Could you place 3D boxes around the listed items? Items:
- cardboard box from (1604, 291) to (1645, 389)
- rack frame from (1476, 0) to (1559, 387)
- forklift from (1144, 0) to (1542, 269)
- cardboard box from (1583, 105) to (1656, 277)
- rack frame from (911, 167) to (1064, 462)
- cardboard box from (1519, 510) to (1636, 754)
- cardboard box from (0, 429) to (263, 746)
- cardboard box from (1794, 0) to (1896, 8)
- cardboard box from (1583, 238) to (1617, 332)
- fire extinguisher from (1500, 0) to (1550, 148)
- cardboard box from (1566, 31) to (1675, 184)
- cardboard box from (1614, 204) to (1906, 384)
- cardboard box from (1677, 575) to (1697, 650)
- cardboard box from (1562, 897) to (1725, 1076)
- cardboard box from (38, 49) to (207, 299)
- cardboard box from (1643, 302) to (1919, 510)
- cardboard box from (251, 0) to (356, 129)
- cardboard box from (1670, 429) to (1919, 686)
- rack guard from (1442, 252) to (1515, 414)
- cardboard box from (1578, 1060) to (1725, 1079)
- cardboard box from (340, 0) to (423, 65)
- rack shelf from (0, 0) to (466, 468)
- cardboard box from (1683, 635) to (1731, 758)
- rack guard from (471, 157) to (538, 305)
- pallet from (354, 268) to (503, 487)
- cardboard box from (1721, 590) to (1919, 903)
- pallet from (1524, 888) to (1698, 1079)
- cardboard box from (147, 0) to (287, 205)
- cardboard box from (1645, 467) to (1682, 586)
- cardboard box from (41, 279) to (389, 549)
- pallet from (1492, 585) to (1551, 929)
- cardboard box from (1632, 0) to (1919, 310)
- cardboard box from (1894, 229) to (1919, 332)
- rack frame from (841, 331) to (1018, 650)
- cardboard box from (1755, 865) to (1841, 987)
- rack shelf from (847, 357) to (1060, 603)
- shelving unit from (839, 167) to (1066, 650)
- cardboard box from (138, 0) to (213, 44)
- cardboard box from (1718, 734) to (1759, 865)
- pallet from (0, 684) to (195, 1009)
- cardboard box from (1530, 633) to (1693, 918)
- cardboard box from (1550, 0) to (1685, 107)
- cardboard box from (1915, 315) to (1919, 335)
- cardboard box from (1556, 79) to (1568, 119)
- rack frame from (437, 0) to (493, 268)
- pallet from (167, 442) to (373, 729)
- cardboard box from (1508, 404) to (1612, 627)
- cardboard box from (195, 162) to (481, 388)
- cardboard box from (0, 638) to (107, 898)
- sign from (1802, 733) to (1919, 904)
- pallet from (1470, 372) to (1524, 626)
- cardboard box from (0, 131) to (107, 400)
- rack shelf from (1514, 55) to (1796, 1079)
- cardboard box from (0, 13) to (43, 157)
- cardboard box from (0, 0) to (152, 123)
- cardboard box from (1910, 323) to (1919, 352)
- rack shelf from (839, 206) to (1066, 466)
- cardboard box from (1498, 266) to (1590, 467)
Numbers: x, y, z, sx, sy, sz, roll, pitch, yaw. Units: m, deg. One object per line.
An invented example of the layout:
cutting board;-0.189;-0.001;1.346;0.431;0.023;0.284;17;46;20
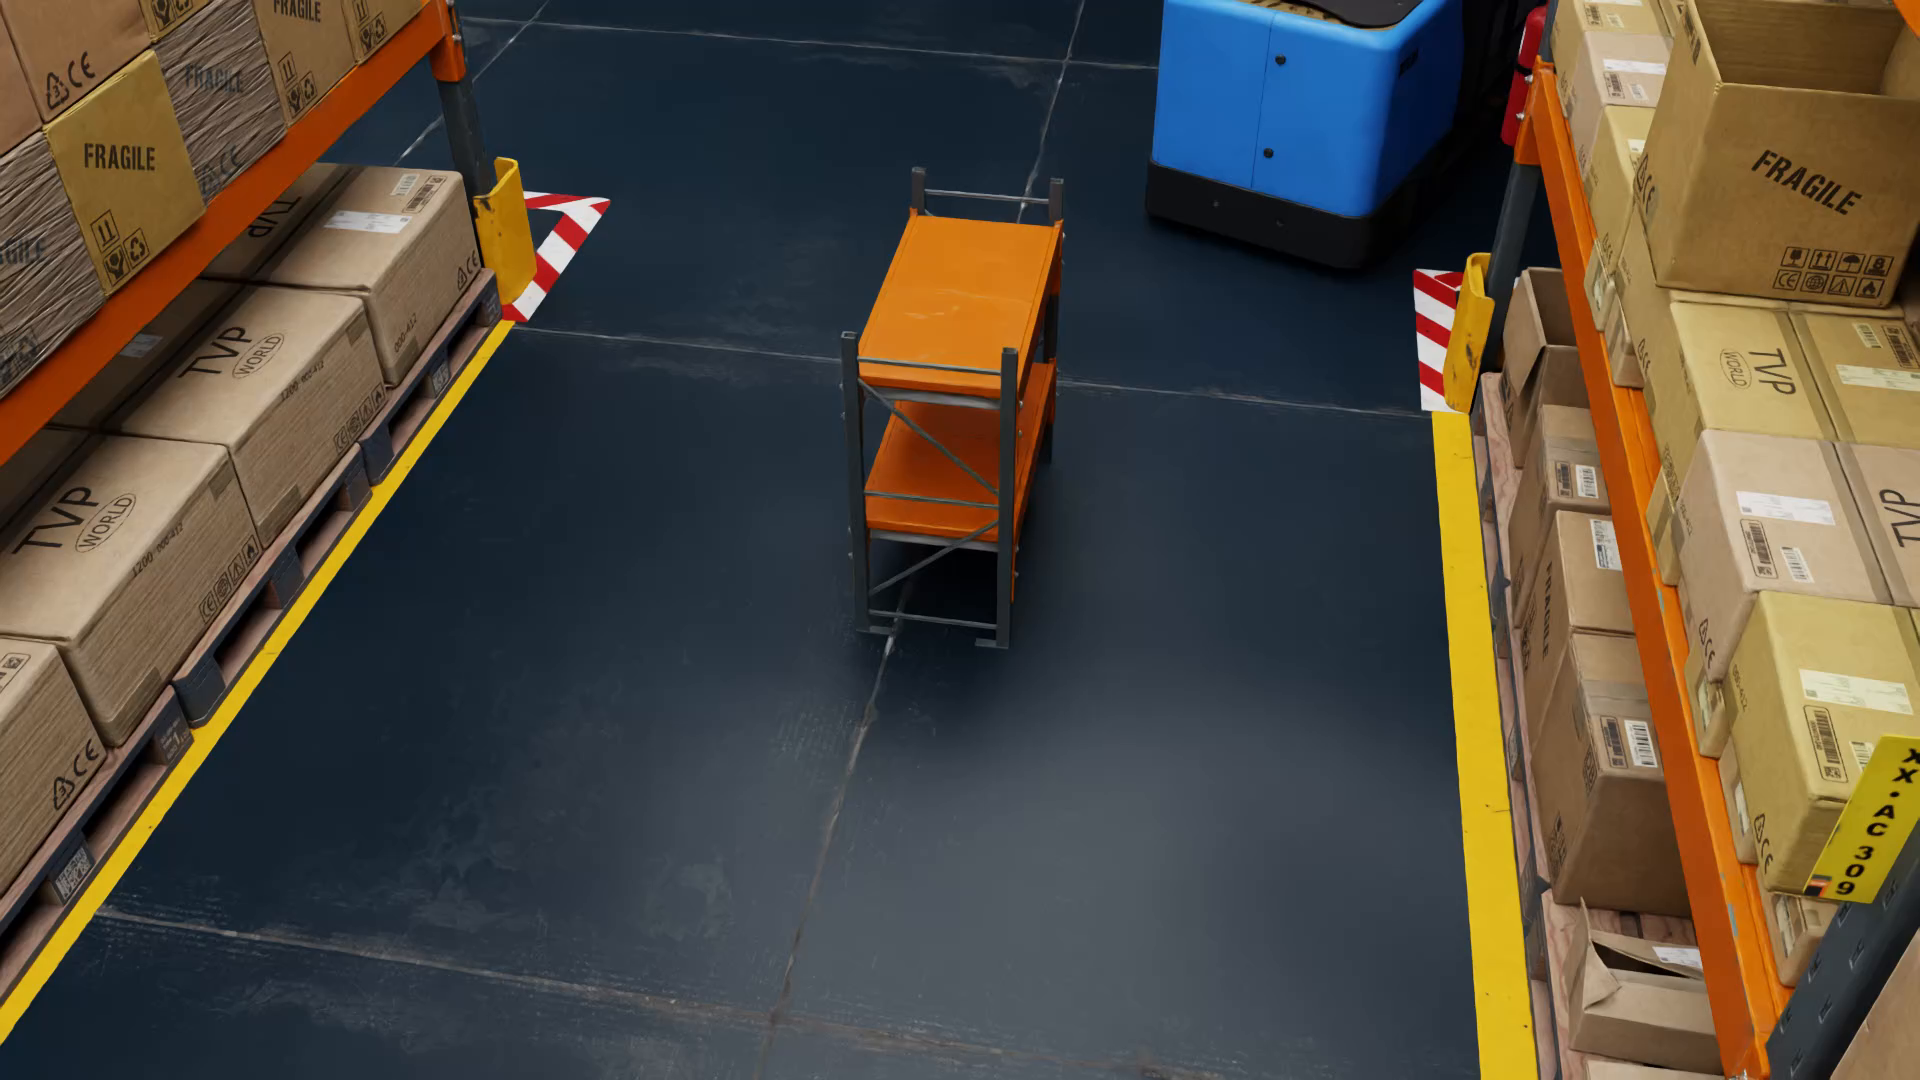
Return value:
cardboard box;1.850;-0.496;4.193;0.380;0.149;0.250;7;40;9
rack frame;2.474;-1.739;5.499;1.000;3.000;0.127;6;40;8
forklift;2.038;-3.185;7.302;1.130;2.935;3.031;22;44;24
cardboard box;1.959;-0.906;4.376;0.500;0.250;0.500;6;40;7
rack frame;0.089;-0.757;5.783;0.500;1.125;0.032;6;40;8
cardboard box;1.899;0.289;4.679;0.500;0.500;0.500;7;40;8
cardboard box;-2.739;0.108;4.947;0.875;0.438;0.875;5;40;6
cardboard box;2.656;-1.478;5.068;0.500;0.250;0.500;7;40;9
cardboard box;1.875;-0.663;4.395;0.380;0.149;0.250;5;40;6
fire extinguisher;2.044;-1.709;5.816;0.296;0.674;0.183;6;40;8
cardboard box;2.043;-1.224;4.761;0.500;0.250;0.500;7;40;8
cardboard box;1.891;-0.583;3.985;0.500;0.250;0.500;5;40;7
cardboard box;1.705;0.147;3.415;0.380;0.149;0.250;7;40;9
cardboard box;1.651;1.057;3.933;0.396;0.266;0.258;8;40;9
cardboard box;-2.496;-1.028;4.561;0.500;0.500;0.500;8;40;9
cardboard box;1.801;-0.260;3.594;0.500;0.250;0.500;6;40;7
cardboard box;-2.340;-1.677;5.346;0.500;0.500;0.500;6;40;7
cardboard box;1.702;0.052;3.217;0.500;0.250;0.500;7;40;8
rack guard;2.461;-0.728;6.238;1.175;0.500;0.348;6;40;8
cardboard box;1.589;1.326;3.700;0.380;0.149;0.250;5;40;6
cardboard box;-2.238;-1.991;5.725;0.500;0.500;0.500;7;40;8
rack shelf;-2.761;-0.752;4.869;1.077;0.370;4.000;6;40;8
cardboard box;1.633;0.309;3.220;0.380;0.149;0.250;7;40;9
rack guard;-2.411;-1.336;6.973;1.175;0.500;0.348;6;40;8
pallet;-2.476;-0.699;6.430;1.003;0.211;1.213;6;40;8
cardboard box;1.630;0.368;2.835;0.500;0.250;0.500;7;40;9
pallet;1.902;1.415;3.873;1.003;0.211;1.213;6;40;8
cardboard box;-2.419;-1.353;4.954;0.500;0.500;0.500;7;40;9
cardboard box;1.722;-0.016;3.613;0.380;0.149;0.250;6;40;7
cardboard box;-2.581;-0.458;5.631;0.875;0.438;0.875;7;40;9
pallet;2.111;0.647;4.802;1.003;0.211;1.213;6;40;8
cardboard box;1.871;-0.888;3.766;0.500;0.500;0.500;7;40;9
cardboard box;2.385;-0.516;3.904;0.500;0.250;0.500;6;40;8
rack frame;-0.087;-0.119;5.011;0.500;1.125;0.032;6;40;8
cardboard box;1.588;0.640;2.819;0.380;0.149;0.250;7;40;8
rack shelf;0.001;-0.249;5.553;0.538;0.278;1.000;6;40;8
shelving unit;0.001;-0.438;5.397;0.538;1.125;1.048;6;40;8
cardboard box;-2.414;-1.738;4.635;0.500;0.500;0.500;6;40;7
cardboard box;1.612;0.474;3.019;0.380;0.149;0.250;7;40;9
pallet;-2.899;0.832;4.577;1.003;0.211;1.213;6;40;8
cardboard box;1.909;0.620;4.279;0.700;0.500;0.500;5;40;6
cardboard box;2.130;-1.541;5.144;0.500;0.250;0.500;7;40;8
cardboard box;2.302;-0.480;3.272;0.500;0.500;0.500;5;40;6
cardboard box;2.147;-1.466;5.366;0.380;0.149;0.250;6;40;7
rack frame;-2.415;-2.284;6.158;1.000;3.000;0.127;6;40;8
pallet;-2.690;0.065;5.506;1.003;0.211;1.213;6;40;8
cardboard box;2.089;-0.032;5.067;0.700;0.500;0.500;8;40;9
cardboard box;-2.431;-1.033;6.327;0.875;0.438;0.875;5;40;6
cardboard box;-2.893;0.670;4.267;0.875;0.438;0.875;6;40;7
sign;1.246;0.383;2.254;0.100;0.325;0.005;6;40;8
pallet;2.324;-0.116;5.725;1.003;0.211;1.213;6;40;8
cardboard box;-2.585;-0.705;4.170;0.500;0.500;0.500;7;40;8
rack shelf;2.128;-0.207;4.210;1.077;0.370;4.000;6;40;8
cardboard box;-2.593;-1.106;3.871;0.500;0.500;0.500;7;40;9
cardboard box;-2.503;-1.422;4.253;0.500;0.500;0.500;6;40;7
cardboard box;2.305;-0.206;3.529;0.500;0.250;0.500;7;40;9
rack shelf;0.001;-0.663;5.210;0.538;0.278;1.000;6;40;8
cardboard box;2.275;-0.565;5.709;0.797;0.503;0.637;5;40;6
